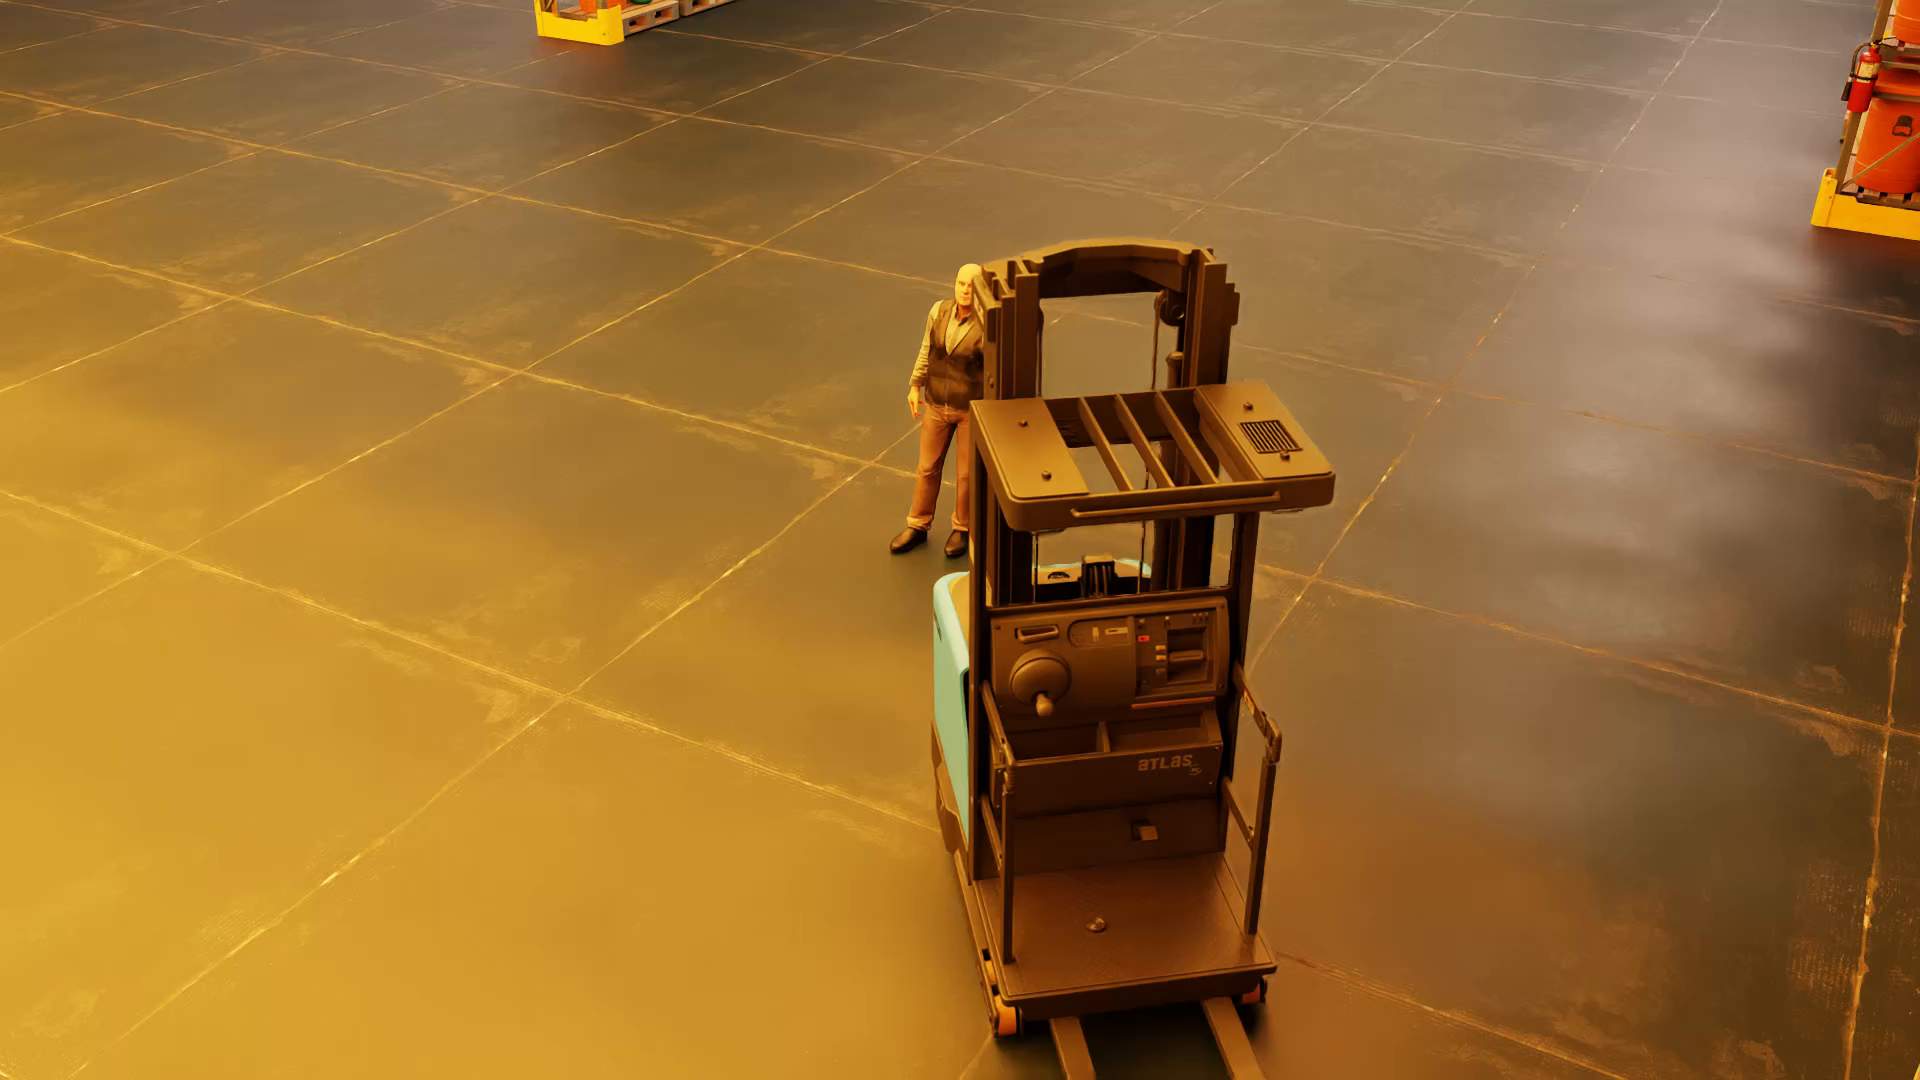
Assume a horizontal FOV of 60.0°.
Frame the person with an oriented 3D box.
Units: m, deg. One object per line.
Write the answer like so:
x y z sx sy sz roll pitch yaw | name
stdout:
-0.037 -0.726 9.524 0.633 1.722 0.566 15 33 25 | person

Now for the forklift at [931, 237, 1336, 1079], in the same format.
0.619 0.500 6.205 1.130 2.935 3.031 -5 30 -8 | forklift
